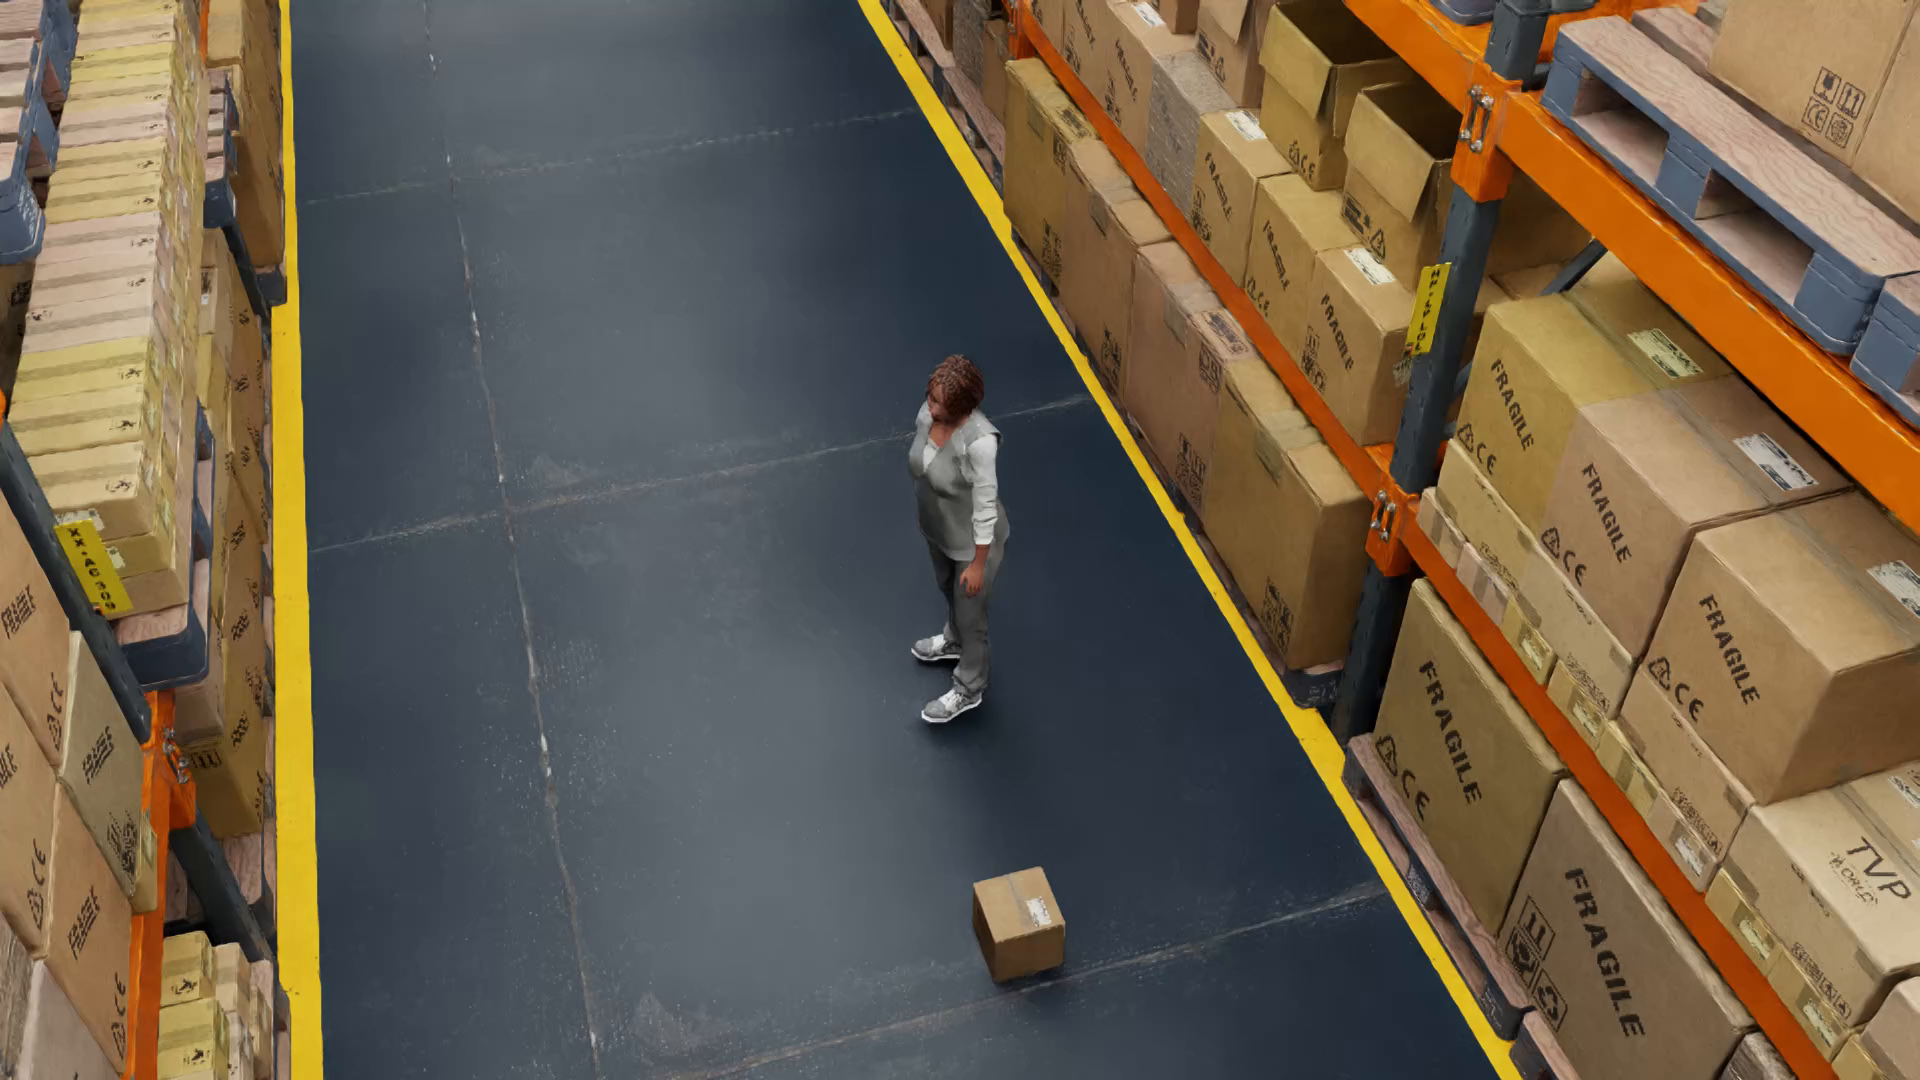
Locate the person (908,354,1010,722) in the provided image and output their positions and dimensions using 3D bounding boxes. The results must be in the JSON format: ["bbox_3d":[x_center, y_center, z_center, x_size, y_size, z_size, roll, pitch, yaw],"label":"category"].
[{"bbox_3d":[-0.045,0.001,6.139,0.414,1.589,0.486,-25,48,-24],"label":"person"}]
